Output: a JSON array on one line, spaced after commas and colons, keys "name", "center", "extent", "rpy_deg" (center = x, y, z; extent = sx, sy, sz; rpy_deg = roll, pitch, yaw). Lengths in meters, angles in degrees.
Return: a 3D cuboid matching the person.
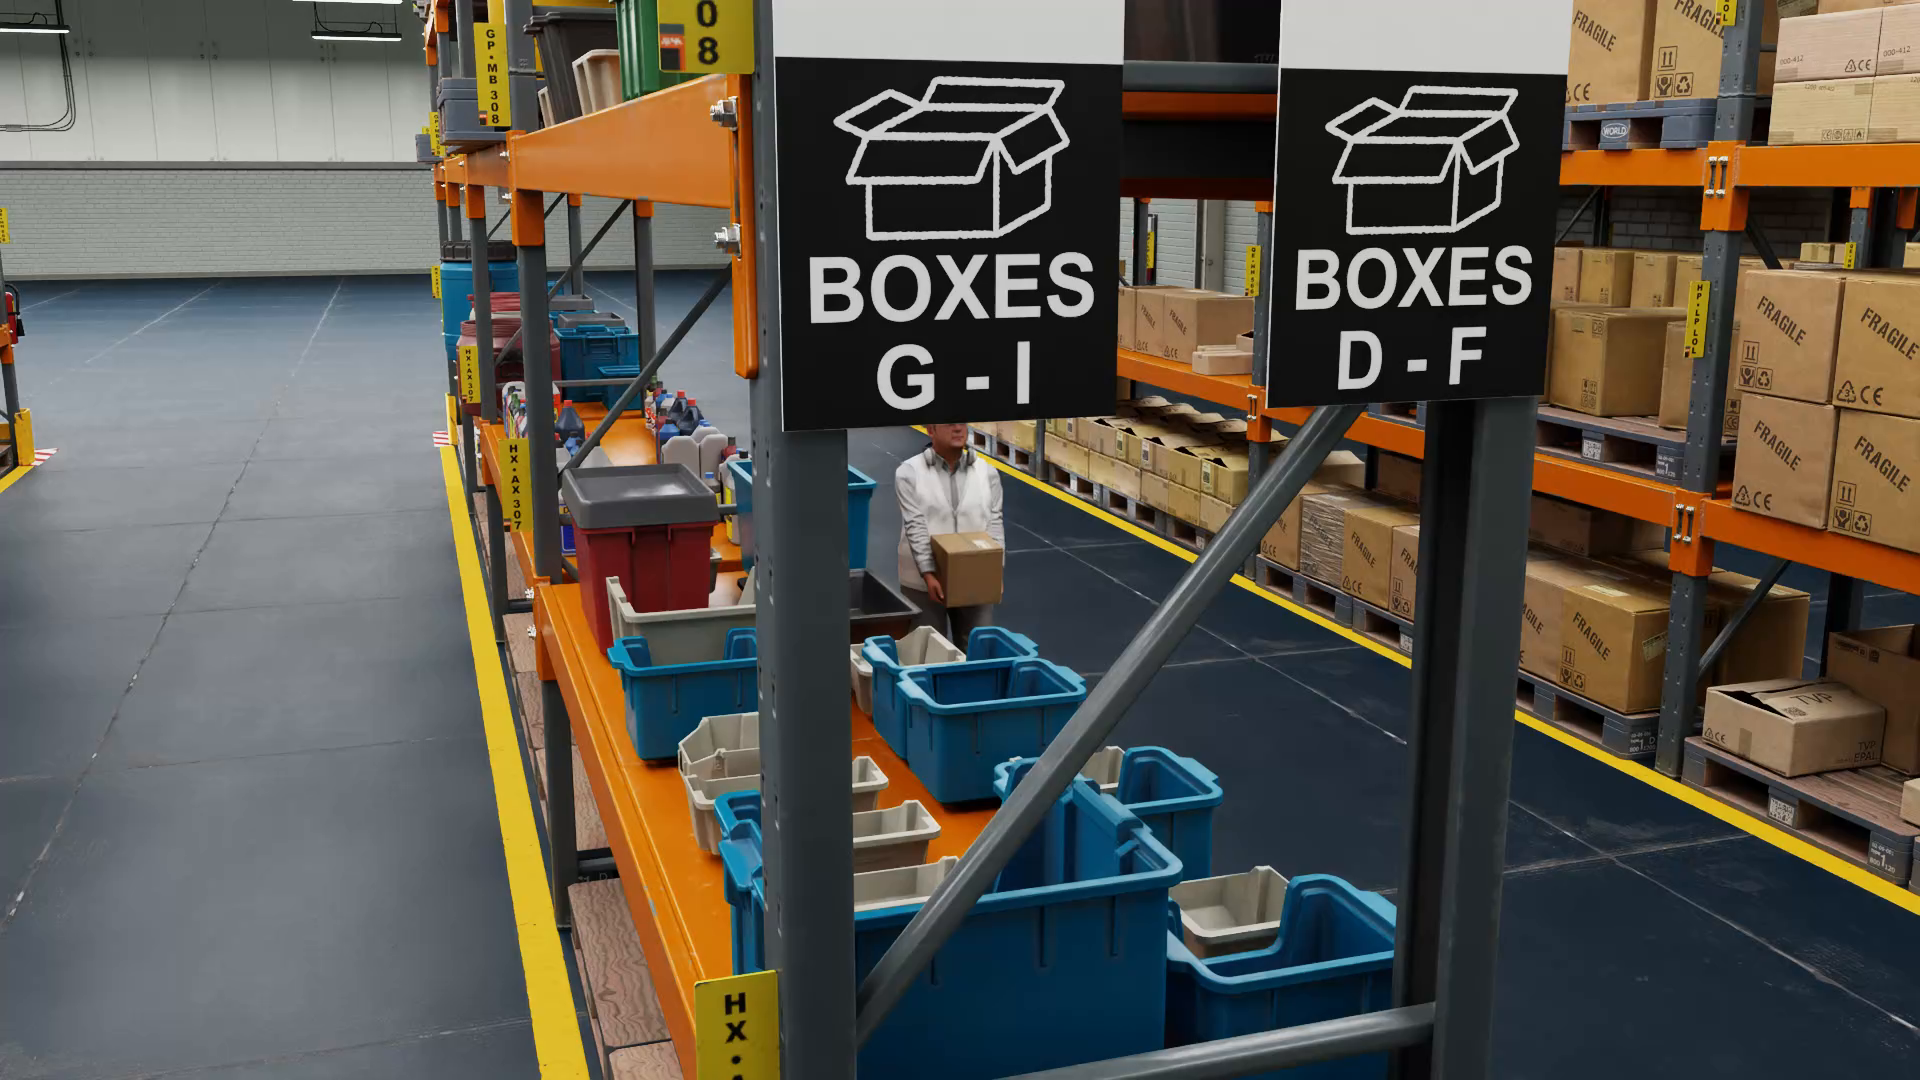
[{"name": "person", "center": [-0.019, 0.223, 7.409], "extent": [0.494, 1.762, 0.556], "rpy_deg": [-4, 13, -18]}]
